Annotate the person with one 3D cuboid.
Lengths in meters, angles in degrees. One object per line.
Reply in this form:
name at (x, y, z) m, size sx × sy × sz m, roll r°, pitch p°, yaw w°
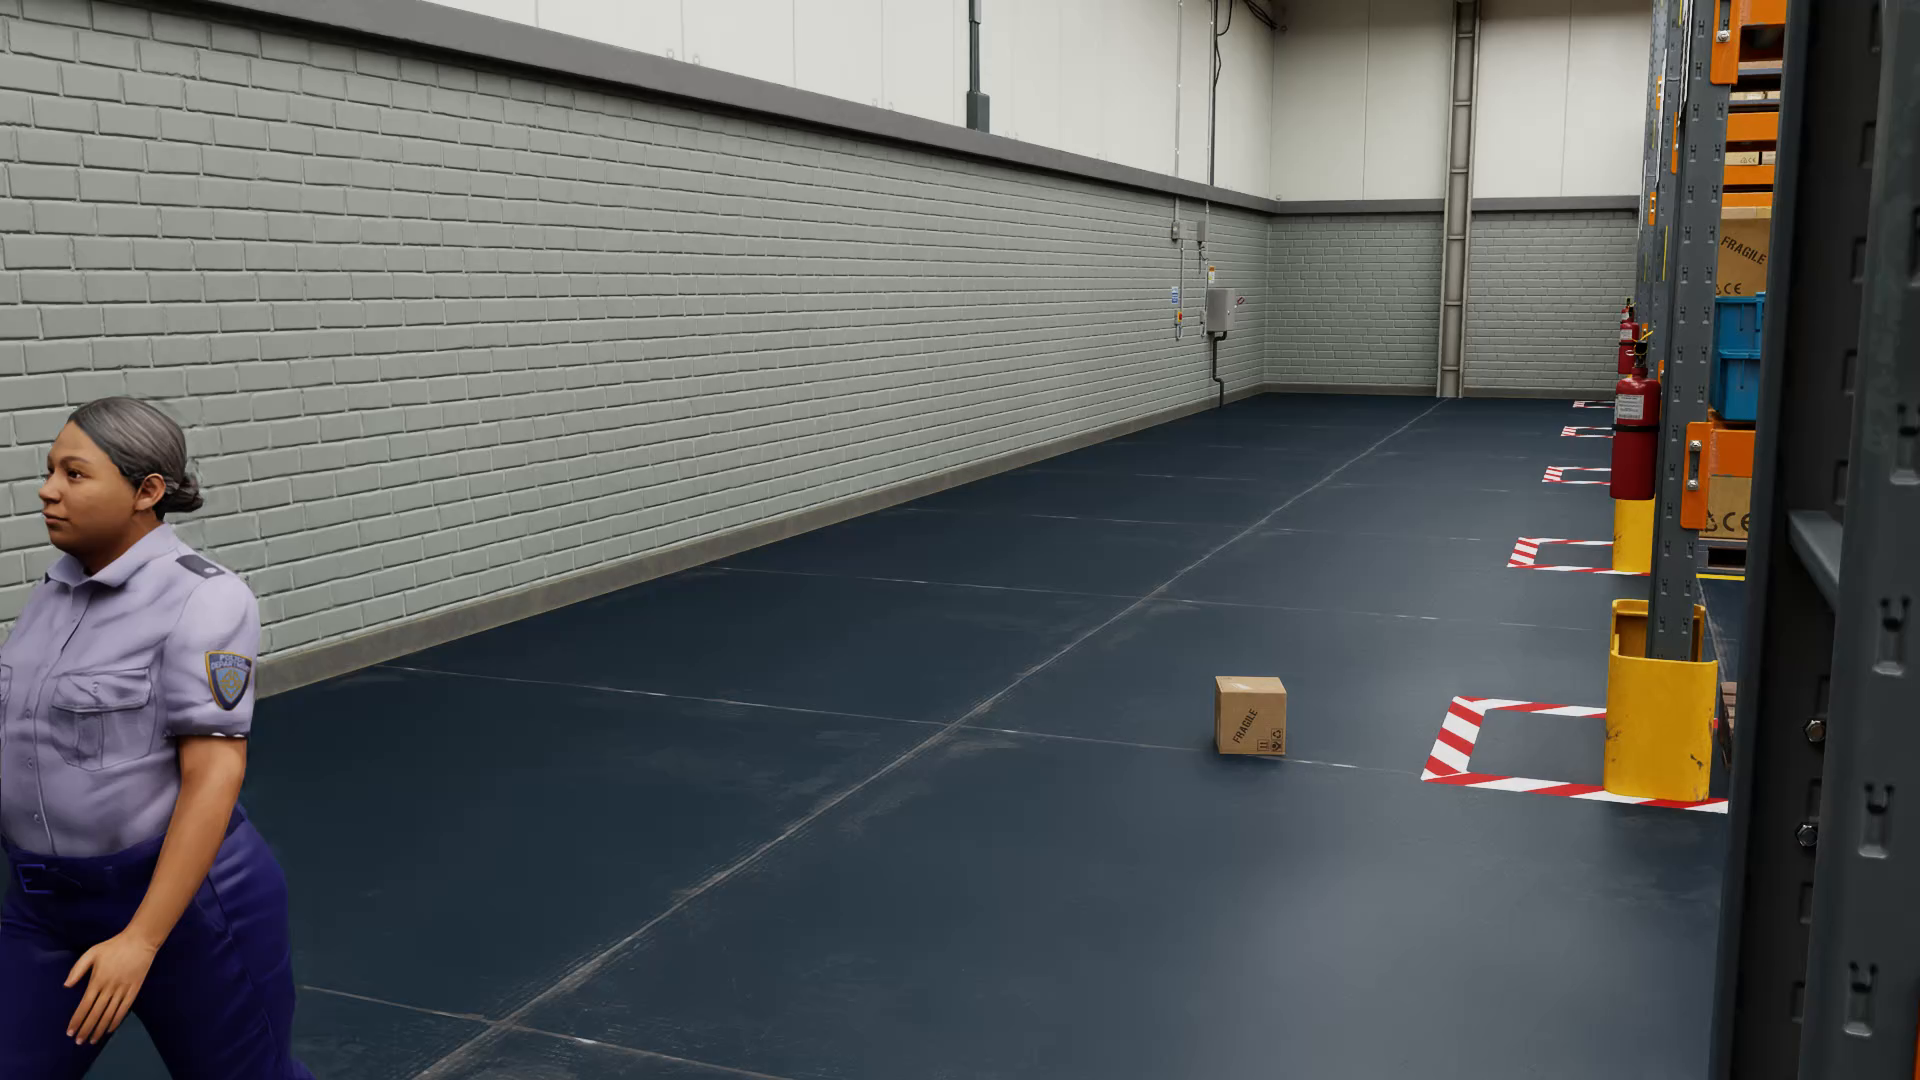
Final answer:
person at (-1.327, 0.589, 2.543) m, size 0.492 × 1.599 × 0.946 m, roll 4°, pitch 10°, yaw 22°
